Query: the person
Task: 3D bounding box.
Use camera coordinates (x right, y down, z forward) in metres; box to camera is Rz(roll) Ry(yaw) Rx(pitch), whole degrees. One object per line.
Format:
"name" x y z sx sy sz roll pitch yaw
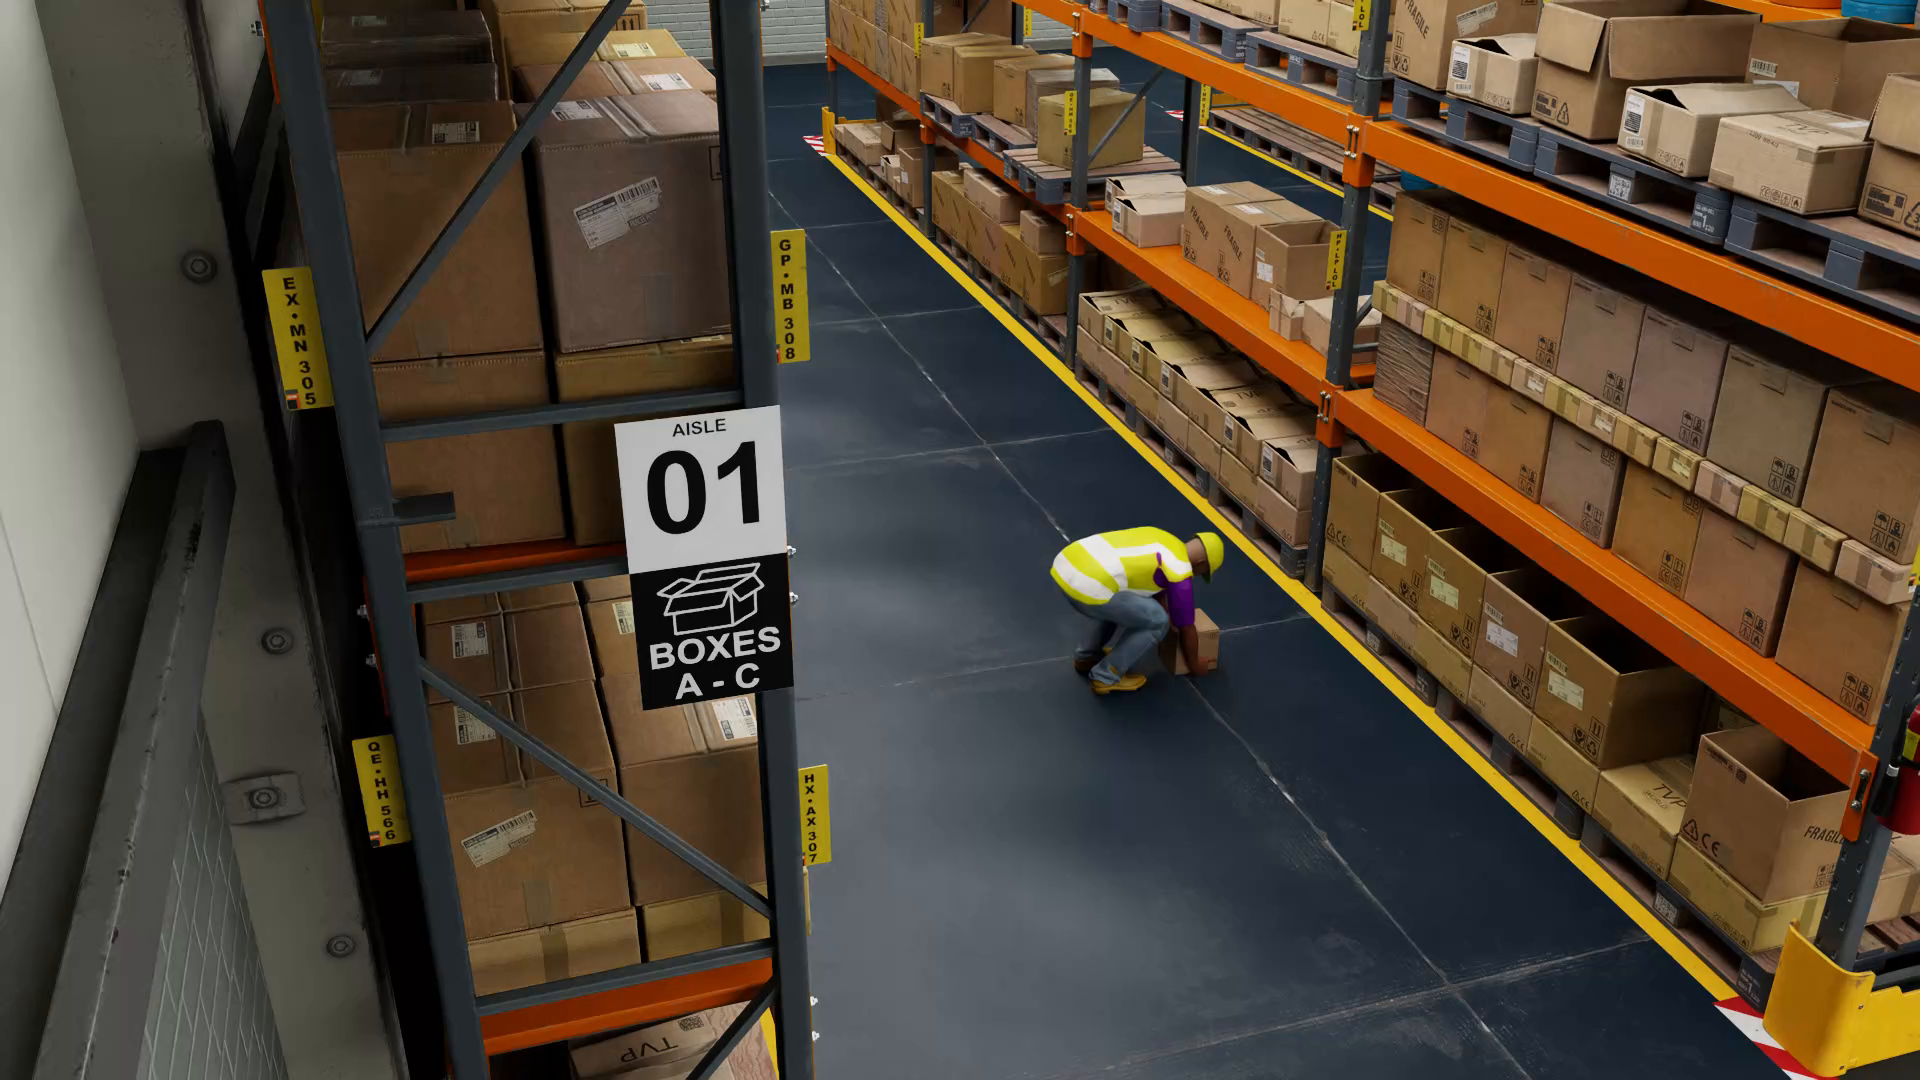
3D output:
"person" 0.966 0.342 8.956 0.980 0.863 0.518 -9 28 -18
